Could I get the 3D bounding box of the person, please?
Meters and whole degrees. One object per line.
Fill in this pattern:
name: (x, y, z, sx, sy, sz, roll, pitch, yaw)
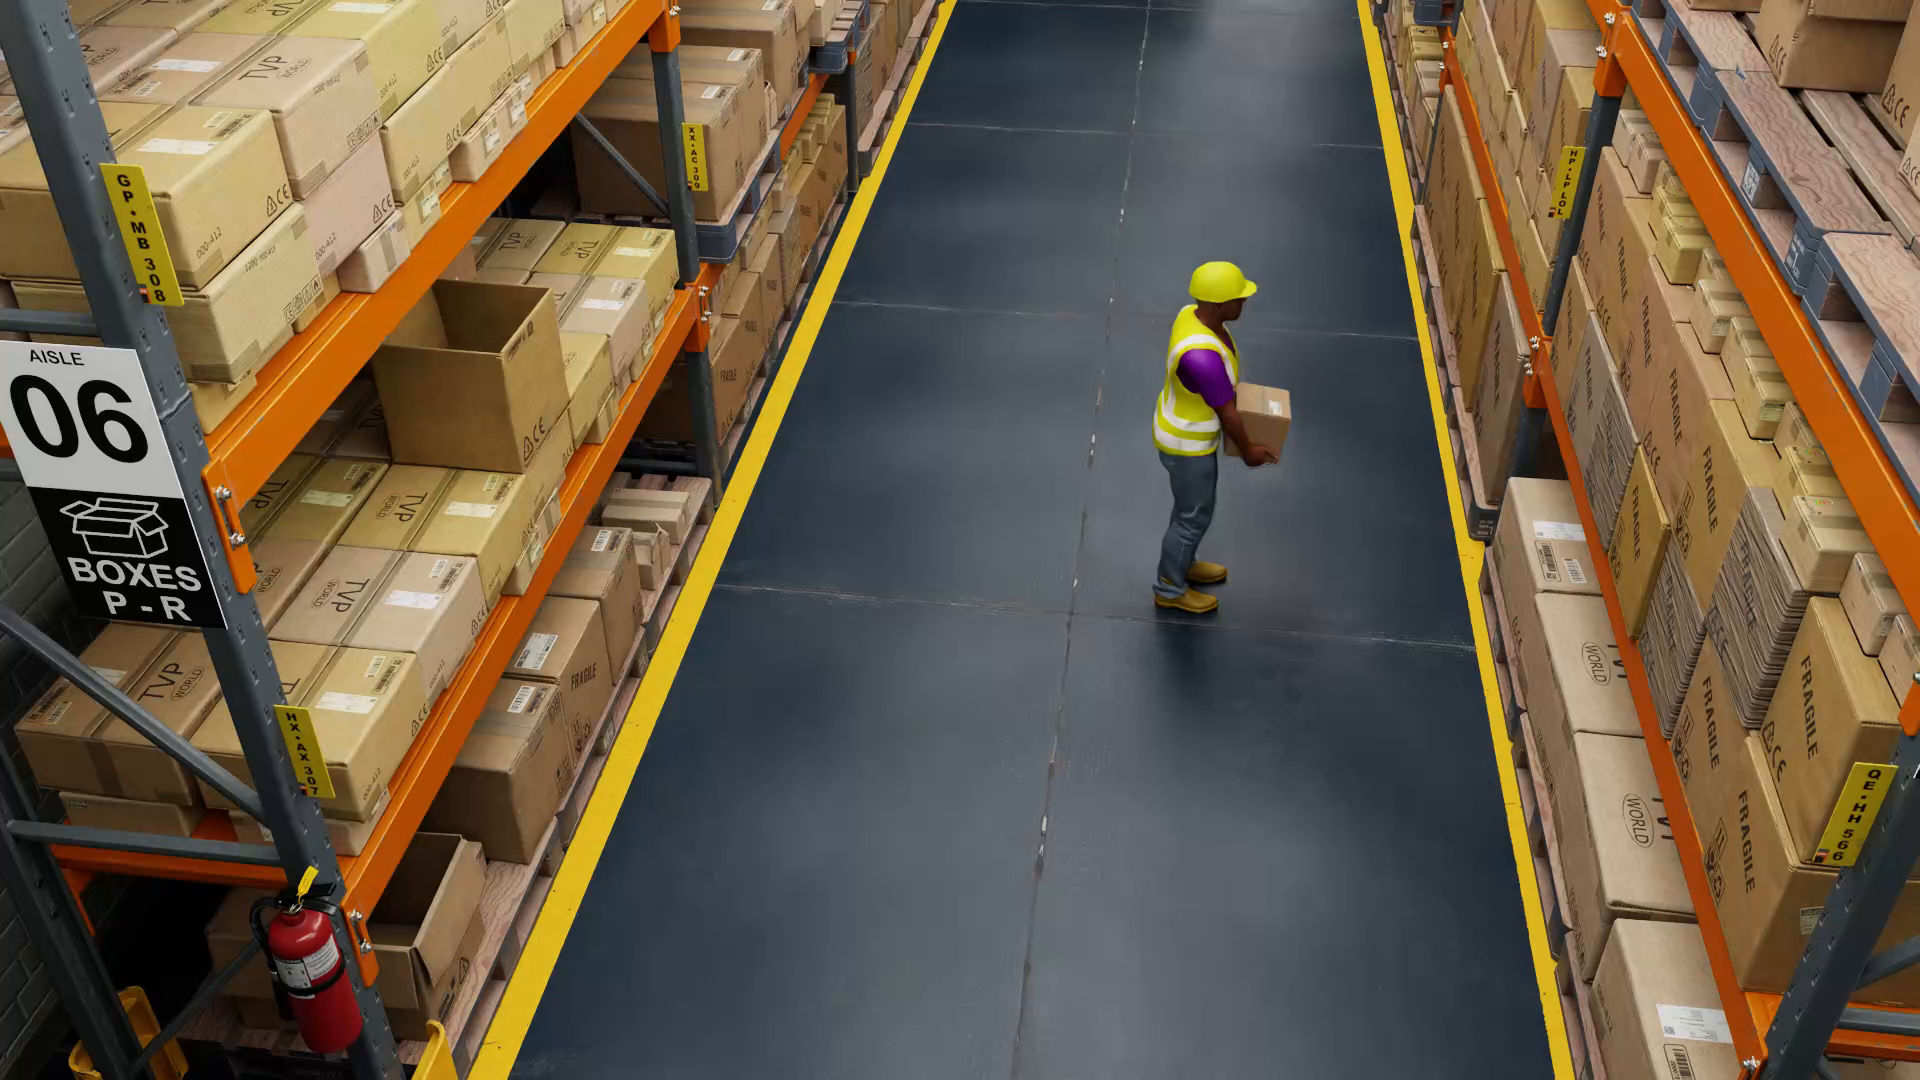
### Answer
person: (1.173, -0.478, 7.684, 0.570, 1.759, 0.505, 4, 36, 5)
